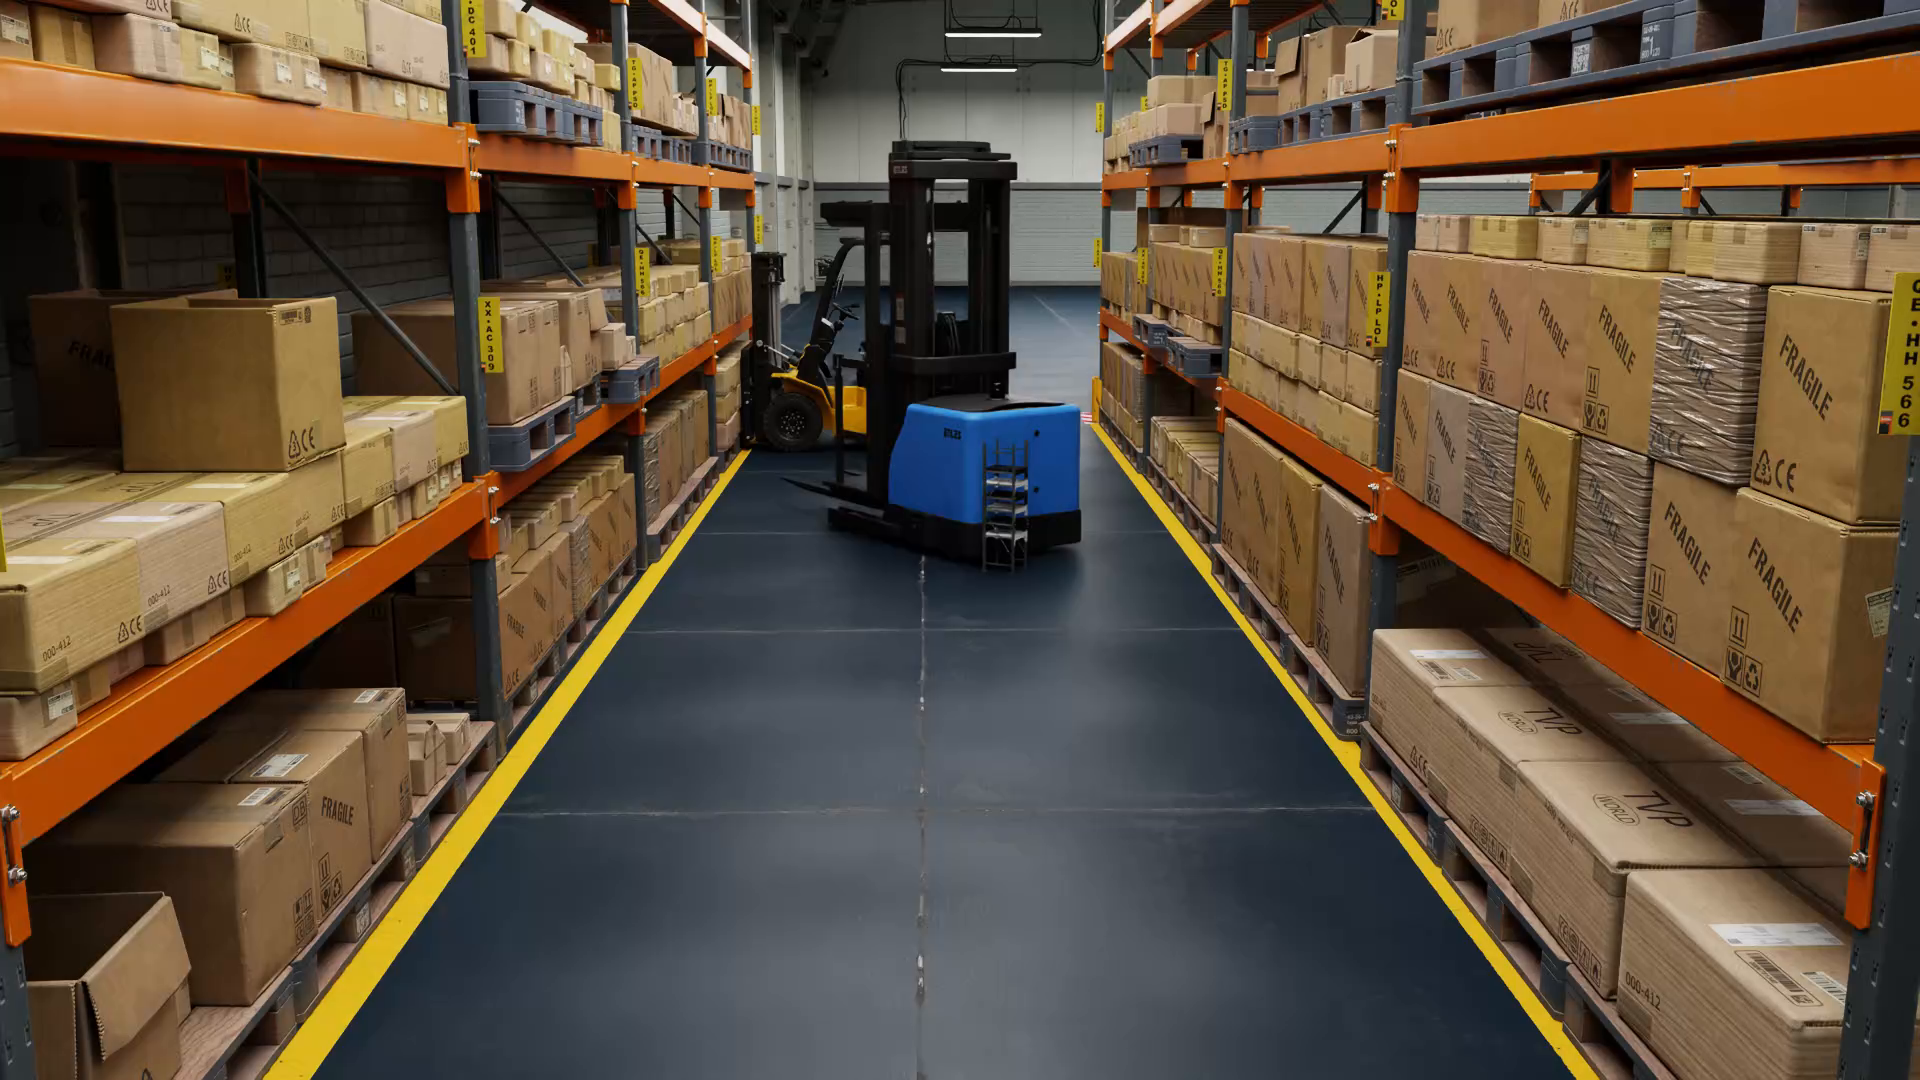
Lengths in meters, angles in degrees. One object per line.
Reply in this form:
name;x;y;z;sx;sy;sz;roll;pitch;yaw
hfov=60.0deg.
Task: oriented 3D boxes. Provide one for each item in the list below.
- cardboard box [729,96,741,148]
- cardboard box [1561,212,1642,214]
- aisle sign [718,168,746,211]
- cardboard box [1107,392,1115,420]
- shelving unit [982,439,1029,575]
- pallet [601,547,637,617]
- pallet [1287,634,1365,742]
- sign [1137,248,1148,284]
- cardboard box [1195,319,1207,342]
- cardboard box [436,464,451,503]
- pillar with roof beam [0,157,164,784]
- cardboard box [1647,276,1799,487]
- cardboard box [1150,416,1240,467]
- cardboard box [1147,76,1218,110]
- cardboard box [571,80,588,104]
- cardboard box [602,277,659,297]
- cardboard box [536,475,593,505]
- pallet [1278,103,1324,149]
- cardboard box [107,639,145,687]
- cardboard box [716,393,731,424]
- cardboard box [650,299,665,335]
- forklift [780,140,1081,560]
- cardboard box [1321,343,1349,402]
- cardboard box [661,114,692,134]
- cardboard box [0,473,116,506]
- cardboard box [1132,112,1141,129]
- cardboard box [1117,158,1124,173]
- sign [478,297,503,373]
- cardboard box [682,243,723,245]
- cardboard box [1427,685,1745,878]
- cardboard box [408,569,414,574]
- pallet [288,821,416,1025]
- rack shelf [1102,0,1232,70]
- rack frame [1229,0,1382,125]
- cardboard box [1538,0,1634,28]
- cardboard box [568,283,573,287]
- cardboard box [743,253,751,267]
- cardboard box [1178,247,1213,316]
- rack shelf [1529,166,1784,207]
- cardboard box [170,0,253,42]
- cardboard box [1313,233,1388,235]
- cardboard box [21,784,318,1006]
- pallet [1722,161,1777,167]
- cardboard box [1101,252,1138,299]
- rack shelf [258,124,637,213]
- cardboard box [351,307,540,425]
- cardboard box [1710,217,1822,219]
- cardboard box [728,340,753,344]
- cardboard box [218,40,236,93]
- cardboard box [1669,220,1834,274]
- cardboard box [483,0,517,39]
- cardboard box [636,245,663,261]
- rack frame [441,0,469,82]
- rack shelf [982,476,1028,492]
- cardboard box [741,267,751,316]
cardboard box;-2.662;-4.332;17.263;0.700;0.500;0.500;0;11;-1
cardboard box;7.146;-3.330;18.337;0.875;0.550;0.550;0;11;-1
aisle sign;-2.543;-4.137;18.869;0.394;0.787;0.004;0;11;-1
cardboard box;1.870;-1.465;18.096;0.500;0.250;0.500;0;11;1
shelving unit;0.310;-0.231;11.433;0.258;0.900;0.210;6;13;26
pallet;-2.693;0.257;10.763;1.003;0.211;1.213;0;11;-1
pallet;2.284;0.729;8.435;1.003;0.211;1.213;0;11;-1
sign;1.667;-2.495;15.137;0.100;0.325;0.005;0;11;-1
cardboard box;1.922;-1.529;12.129;0.380;0.149;0.250;0;11;-2
cardboard box;-2.302;-0.226;6.762;0.380;0.149;0.250;0;11;0
pillar with roof beam;0.830;-3.279;6.089;9.100;9.000;0.400;0;11;-1
cardboard box;2.169;-0.427;4.353;0.500;0.500;0.500;0;11;-1
cardboard box;2.223;-0.889;14.947;0.950;0.372;0.625;0;11;0
cardboard box;1.841;-3.705;13.798;0.500;0.250;0.500;0;11;-2
cardboard box;-2.408;-2.628;9.798;0.380;0.149;0.250;0;11;-1
cardboard box;-2.473;-1.896;12.476;0.380;0.149;0.250;0;11;-1
cardboard box;-2.449;-0.301;10.096;0.380;0.149;0.250;0;11;1
pallet;2.385;-2.307;9.317;1.003;0.211;1.213;0;11;1
cardboard box;-2.329;0.286;4.237;0.380;0.149;0.250;0;11;-2
cardboard box;-2.454;-1.254;15.800;0.500;0.250;0.500;0;11;-1
cardboard box;-2.444;-1.619;12.114;0.500;0.250;0.500;0;11;1
forklift;-0.375;-1.542;12.789;1.130;2.935;3.031;-8;14;-34
cardboard box;2.105;-0.842;8.285;0.500;0.250;0.500;0;11;0
cardboard box;-2.427;-3.438;13.741;0.380;0.149;0.250;0;11;-1
cardboard box;-2.795;-0.032;4.801;0.500;0.250;0.500;0;11;1
cardboard box;1.850;-4.029;15.957;0.380;0.149;0.250;0;11;1
cardboard box;1.840;-3.893;17.290;0.380;0.149;0.250;0;11;-1
sign;-2.045;-0.891;7.231;0.100;0.325;0.005;0;11;-1
cardboard box;-2.569;-2.887;16.612;0.380;0.149;0.250;0;11;-1
cardboard box;2.300;0.869;6.121;0.875;0.438;0.875;-1;11;-3
cardboard box;-2.895;0.361;8.467;0.500;0.500;0.500;-1;11;-4
pallet;-2.546;1.283;5.705;1.003;0.211;1.213;0;11;-1
rack shelf;2.168;-5.058;16.677;1.077;0.370;4.000;0;11;-1
rack frame;2.292;-4.220;10.726;1.000;3.000;0.127;0;11;-1
cardboard box;2.435;-1.992;5.722;0.797;0.503;0.637;1;11;3
cardboard box;-2.879;-1.689;11.458;0.380;0.149;0.250;0;11;1
cardboard box;-2.513;-3.097;18.398;0.380;0.149;0.250;0;11;0
cardboard box;1.972;-1.973;12.682;0.500;0.500;0.500;-1;12;-5
rack shelf;7.115;-3.630;17.174;1.077;0.370;4.000;0;11;-1
cardboard box;-2.270;-1.503;4.506;0.500;0.250;0.500;-1;11;-3
cardboard box;2.564;-1.717;10.712;0.500;0.500;0.500;-1;11;-3
cardboard box;-2.402;1.059;5.026;0.700;0.500;0.500;0;11;1
pallet;7.225;-3.309;14.264;0.805;0.209;1.217;-1;11;-3
cardboard box;1.859;-2.969;18.652;0.500;0.500;0.500;0;11;-2
rack shelf;-2.629;-1.978;9.032;1.077;0.370;4.000;0;11;-1
cardboard box;-2.374;-0.815;7.726;0.700;0.500;0.500;0;11;0
cardboard box;2.683;-0.978;5.439;0.380;0.149;0.250;0;11;-1
cardboard box;-2.514;-2.107;18.744;0.500;0.250;0.500;0;11;1
cardboard box;-2.281;-1.333;4.675;0.380;0.149;0.250;0;11;-2
cardboard box;2.232;-0.821;4.662;0.380;0.149;0.250;0;11;-2
cardboard box;-2.155;-2.272;7.246;0.380;0.149;0.250;0;11;0
cardboard box;-3.044;-2.731;15.846;0.380;0.149;0.250;0;11;-2
rack frame;-2.588;-3.403;6.702;1.000;3.000;0.127;0;11;-1
rack shelf;0.310;-0.375;11.404;0.258;0.077;0.200;6;13;26
cardboard box;-2.562;-2.698;18.061;0.500;0.500;0.500;0;11;1
